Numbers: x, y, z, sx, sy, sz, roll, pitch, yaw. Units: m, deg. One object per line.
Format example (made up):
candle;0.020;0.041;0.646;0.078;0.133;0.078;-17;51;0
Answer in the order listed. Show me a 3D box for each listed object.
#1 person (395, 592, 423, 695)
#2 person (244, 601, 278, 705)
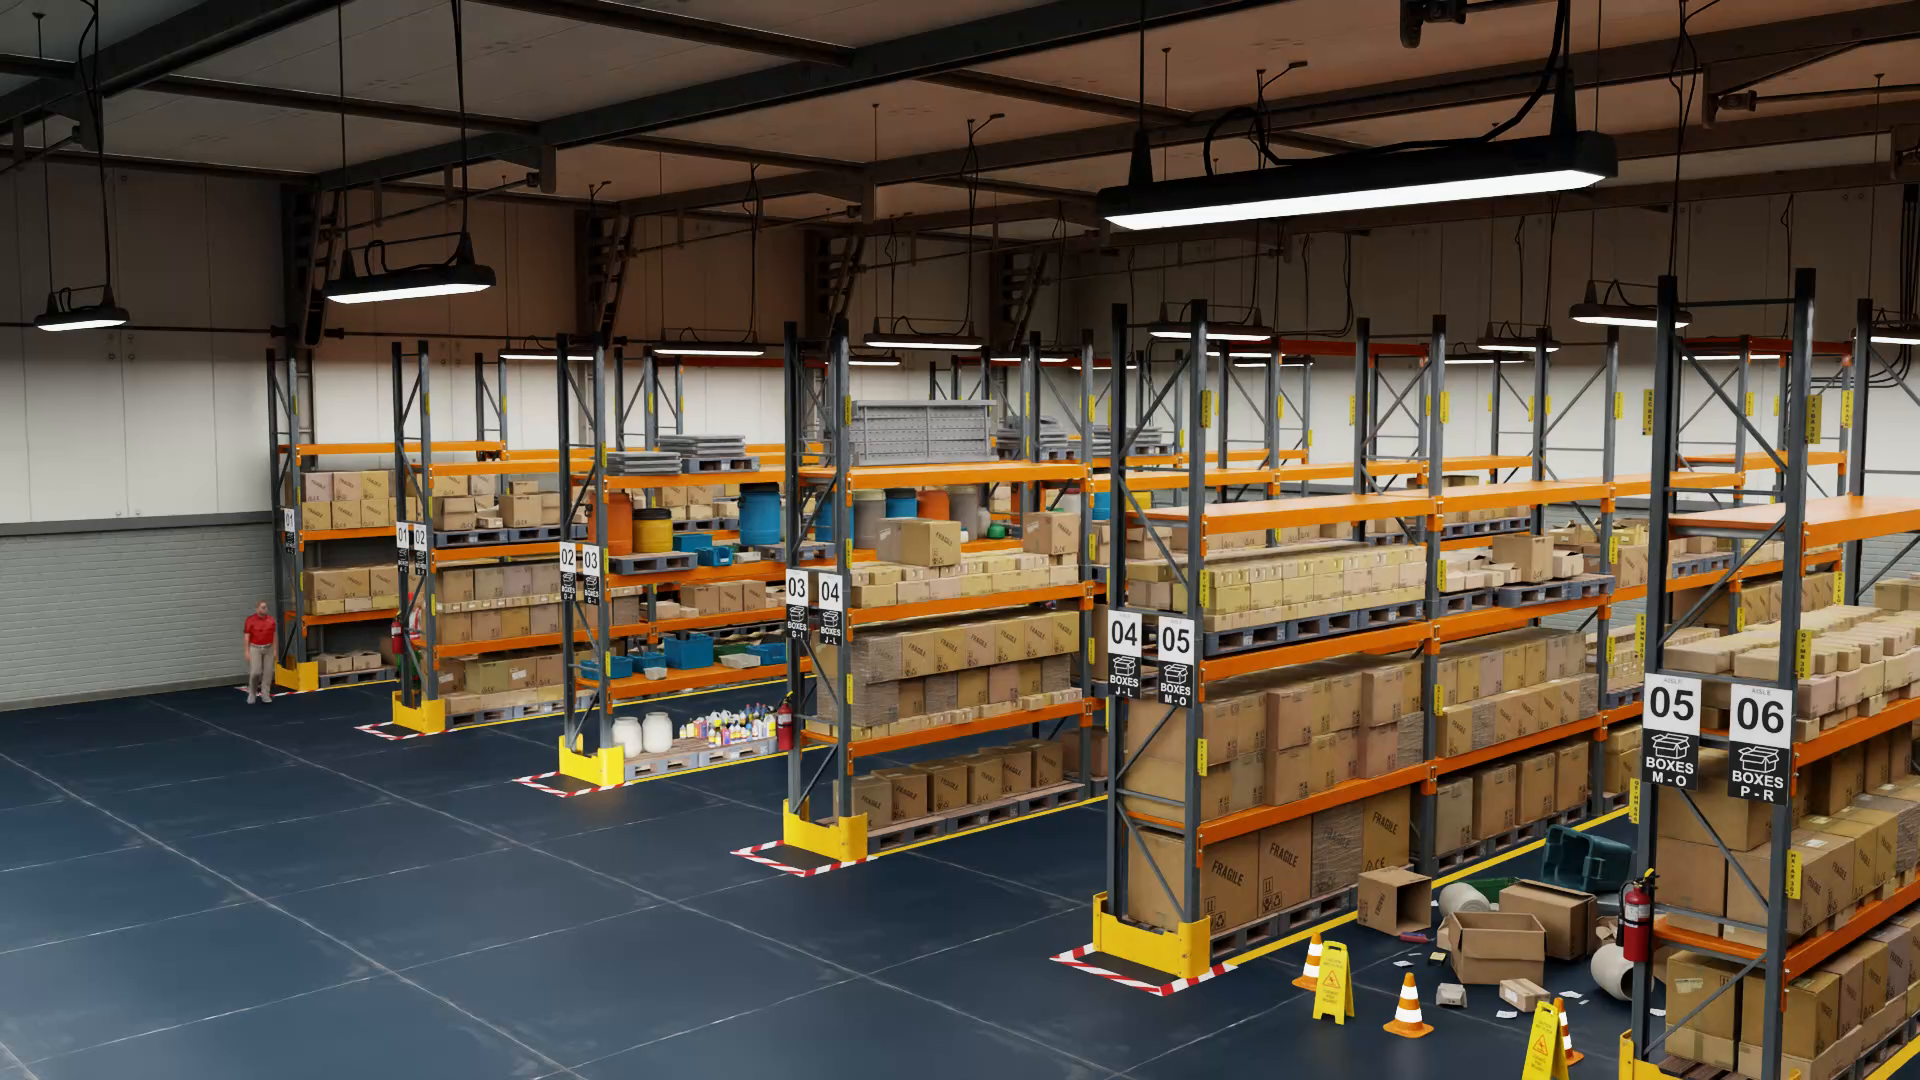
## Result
person;-9.466;1.828;28.595;0.571;1.857;0.460;0;5;0
person;-11.720;1.886;27.893;0.566;1.747;0.441;-5;7;-44
